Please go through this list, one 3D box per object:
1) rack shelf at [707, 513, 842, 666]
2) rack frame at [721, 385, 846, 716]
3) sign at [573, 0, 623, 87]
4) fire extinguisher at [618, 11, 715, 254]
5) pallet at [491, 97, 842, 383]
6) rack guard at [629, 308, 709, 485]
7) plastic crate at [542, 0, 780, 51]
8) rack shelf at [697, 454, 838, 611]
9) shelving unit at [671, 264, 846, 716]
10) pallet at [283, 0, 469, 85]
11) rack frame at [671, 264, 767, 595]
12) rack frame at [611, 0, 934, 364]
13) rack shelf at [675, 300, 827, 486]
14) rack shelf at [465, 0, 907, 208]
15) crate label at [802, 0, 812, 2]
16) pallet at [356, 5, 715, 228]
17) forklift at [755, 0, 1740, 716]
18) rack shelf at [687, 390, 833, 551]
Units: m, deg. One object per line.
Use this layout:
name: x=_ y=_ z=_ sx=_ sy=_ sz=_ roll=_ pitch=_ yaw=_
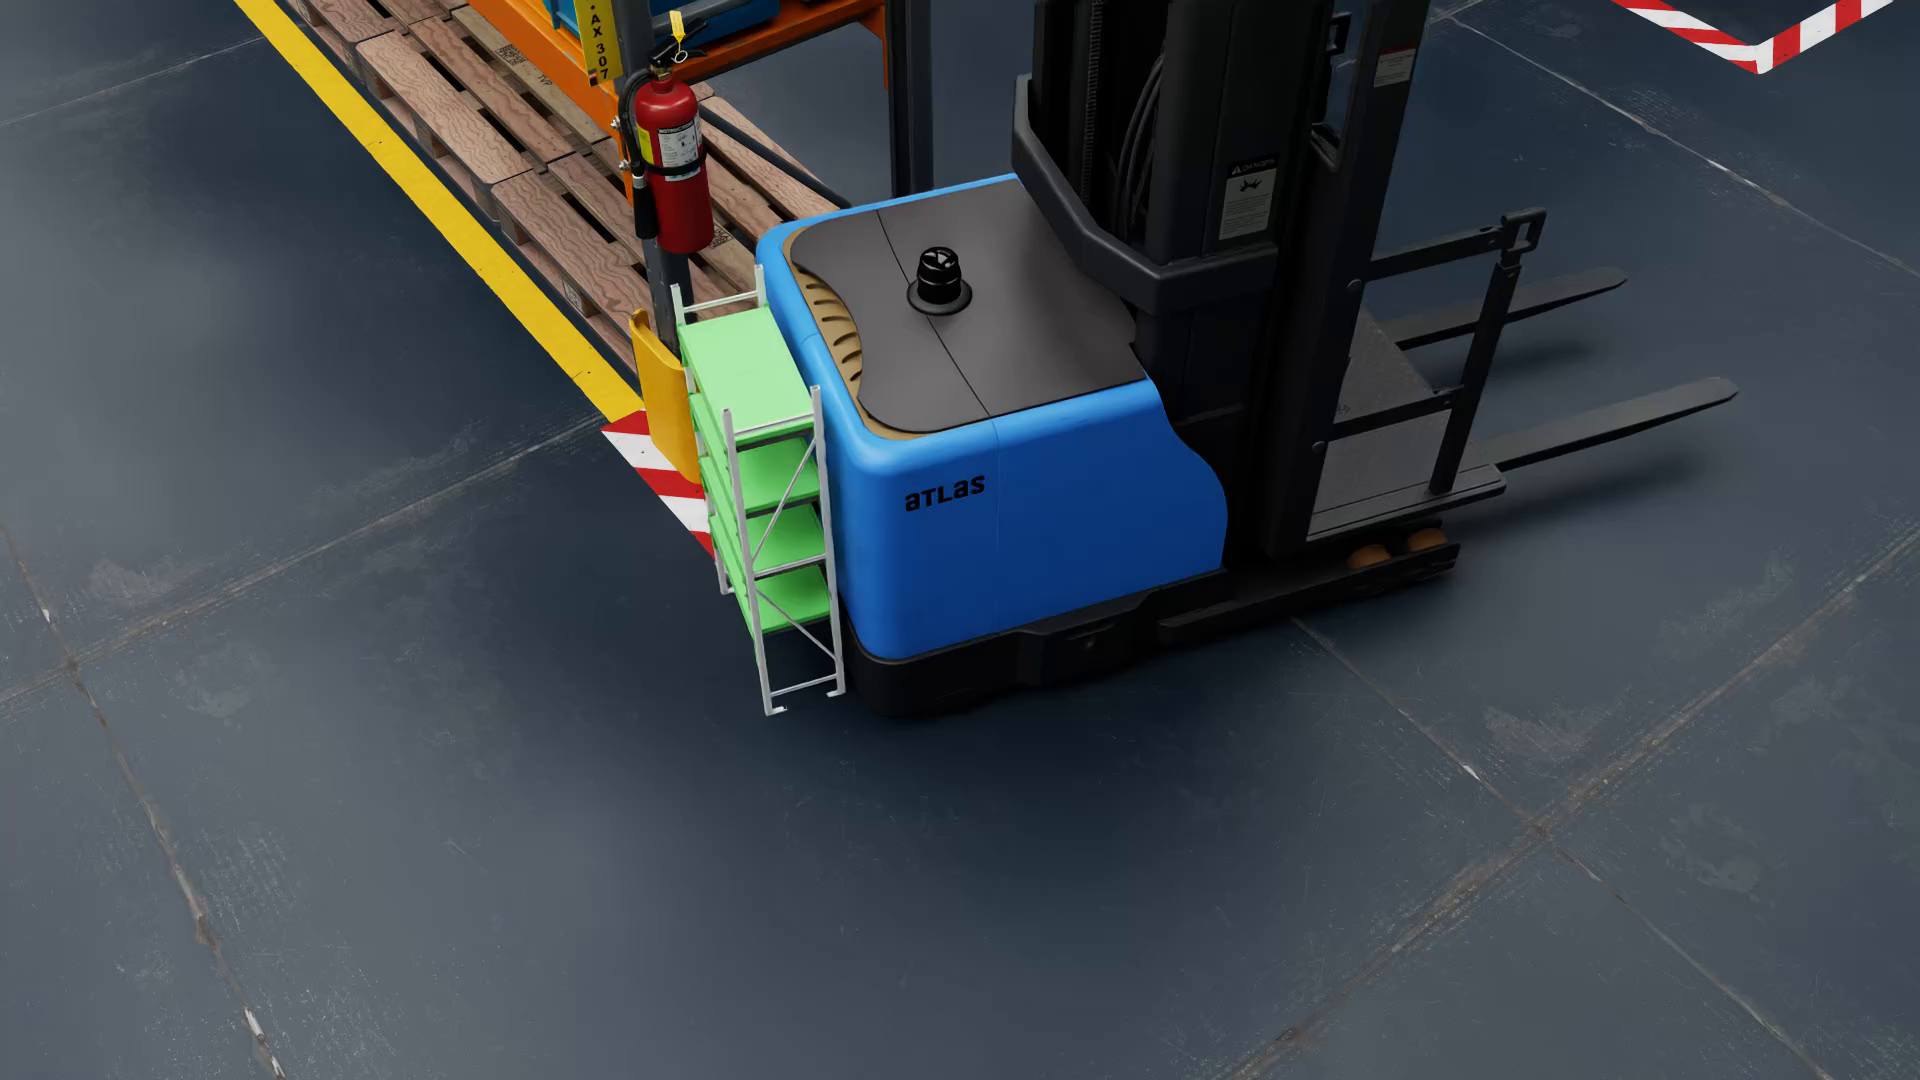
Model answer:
rack shelf: x=-0.533 y=0.104 z=4.756 sx=0.258 sy=0.148 sz=0.480 roll=-16 pitch=50 yaw=-14
rack frame: x=-0.447 y=0.069 z=4.378 sx=0.240 sy=1.200 sz=0.015 roll=-16 pitch=50 yaw=-14
sign: x=-0.945 y=-1.338 z=4.328 sx=0.100 sy=0.325 sz=0.005 roll=-29 pitch=54 yaw=-24
fire extinguisher: x=-0.788 y=-1.095 z=4.522 sx=0.296 sy=0.674 sz=0.183 roll=-29 pitch=54 yaw=-24
pallet: x=-0.986 y=-1.106 z=6.111 sx=1.003 sy=0.211 sz=1.213 roll=-29 pitch=54 yaw=-24
rack guard: x=-0.492 y=-0.691 z=5.539 sx=1.175 sy=0.500 sz=0.348 roll=-29 pitch=54 yaw=-24
plastic crate: x=-0.869 y=-1.685 z=4.689 sx=0.616 sy=0.435 sz=0.499 roll=-29 pitch=54 yaw=-24
rack shelf: x=-0.533 y=-0.057 z=4.578 sx=0.258 sy=0.148 sz=0.480 roll=-16 pitch=50 yaw=-14
shelving unit: x=-0.533 y=-0.100 z=4.531 sx=0.258 sy=1.200 sz=0.503 roll=-16 pitch=50 yaw=-14
pallet: x=-2.463 y=-2.545 z=7.415 sx=1.003 sy=0.211 sz=1.213 roll=-29 pitch=54 yaw=-24
rack frame: x=-0.619 y=-0.270 z=4.684 sx=0.240 sy=1.200 sz=0.015 roll=-16 pitch=50 yaw=-14
rack frame: x=-0.517 y=-1.539 z=4.621 sx=1.000 sy=3.000 sz=0.127 roll=-29 pitch=54 yaw=-24
rack shelf: x=-0.533 y=-0.380 z=4.223 sx=0.258 sy=0.148 sz=0.480 roll=-16 pitch=50 yaw=-14
rack shelf: x=-1.728 y=-2.477 z=5.957 sx=1.077 sy=0.370 sz=4.000 roll=-29 pitch=54 yaw=-24
crate label: x=-0.405 y=-1.797 z=4.927 sx=0.416 sy=0.233 sz=0.303 roll=-29 pitch=54 yaw=-24
pallet: x=-1.720 y=-1.825 z=6.762 sx=1.003 sy=0.211 sz=1.213 roll=-29 pitch=54 yaw=-24
forklift: x=0.994 y=-1.166 z=4.328 sx=3.031 sy=2.935 sz=1.130 roll=-15 pitch=50 yaw=-13
rack shelf: x=-0.533 y=-0.219 z=4.401 sx=0.258 sy=0.148 sz=0.480 roll=-16 pitch=50 yaw=-14
